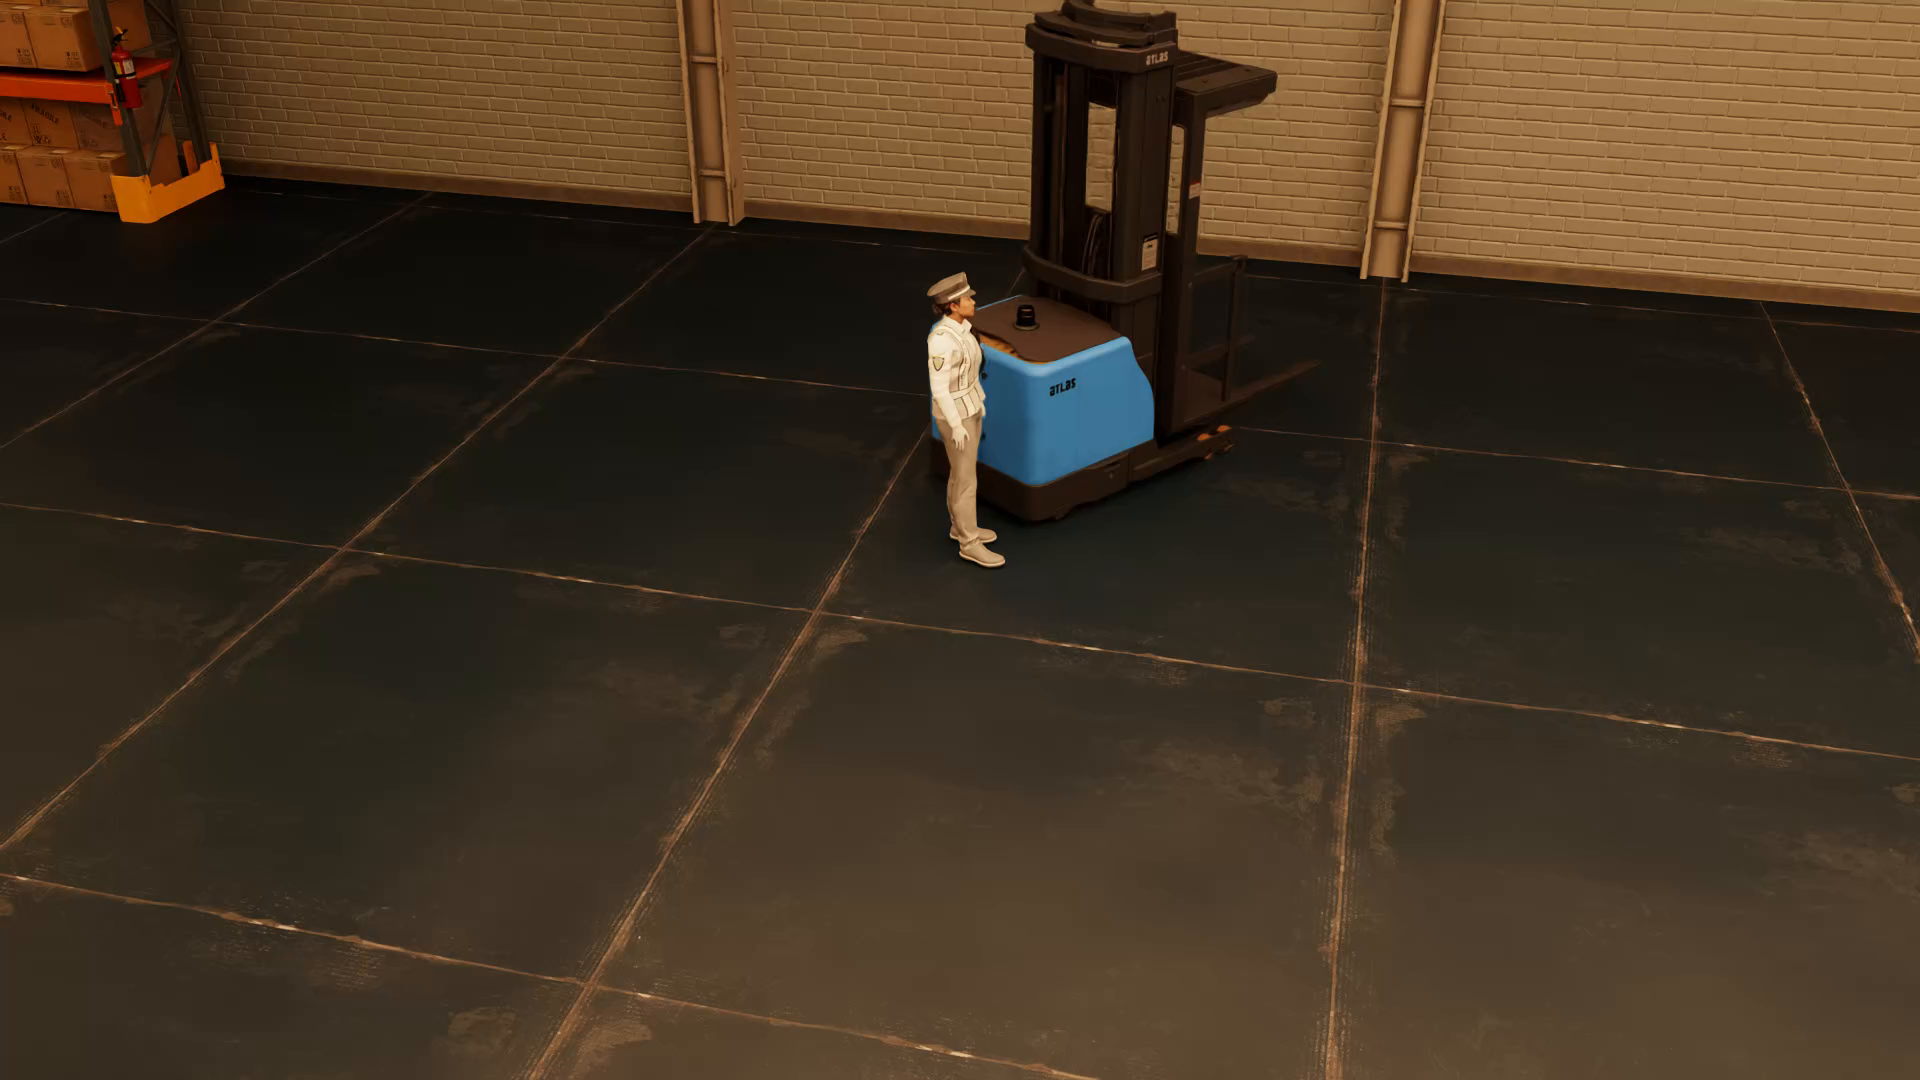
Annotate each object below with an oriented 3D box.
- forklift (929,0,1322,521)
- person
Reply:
[{"bbox_3d":[1.242,-1.992,10.686,3.031,2.935,1.130,-23,37,-35],"label":"forklift"},{"bbox_3d":[0.065,-0.732,9.702,0.530,1.694,0.586,7,30,12],"label":"person"}]
